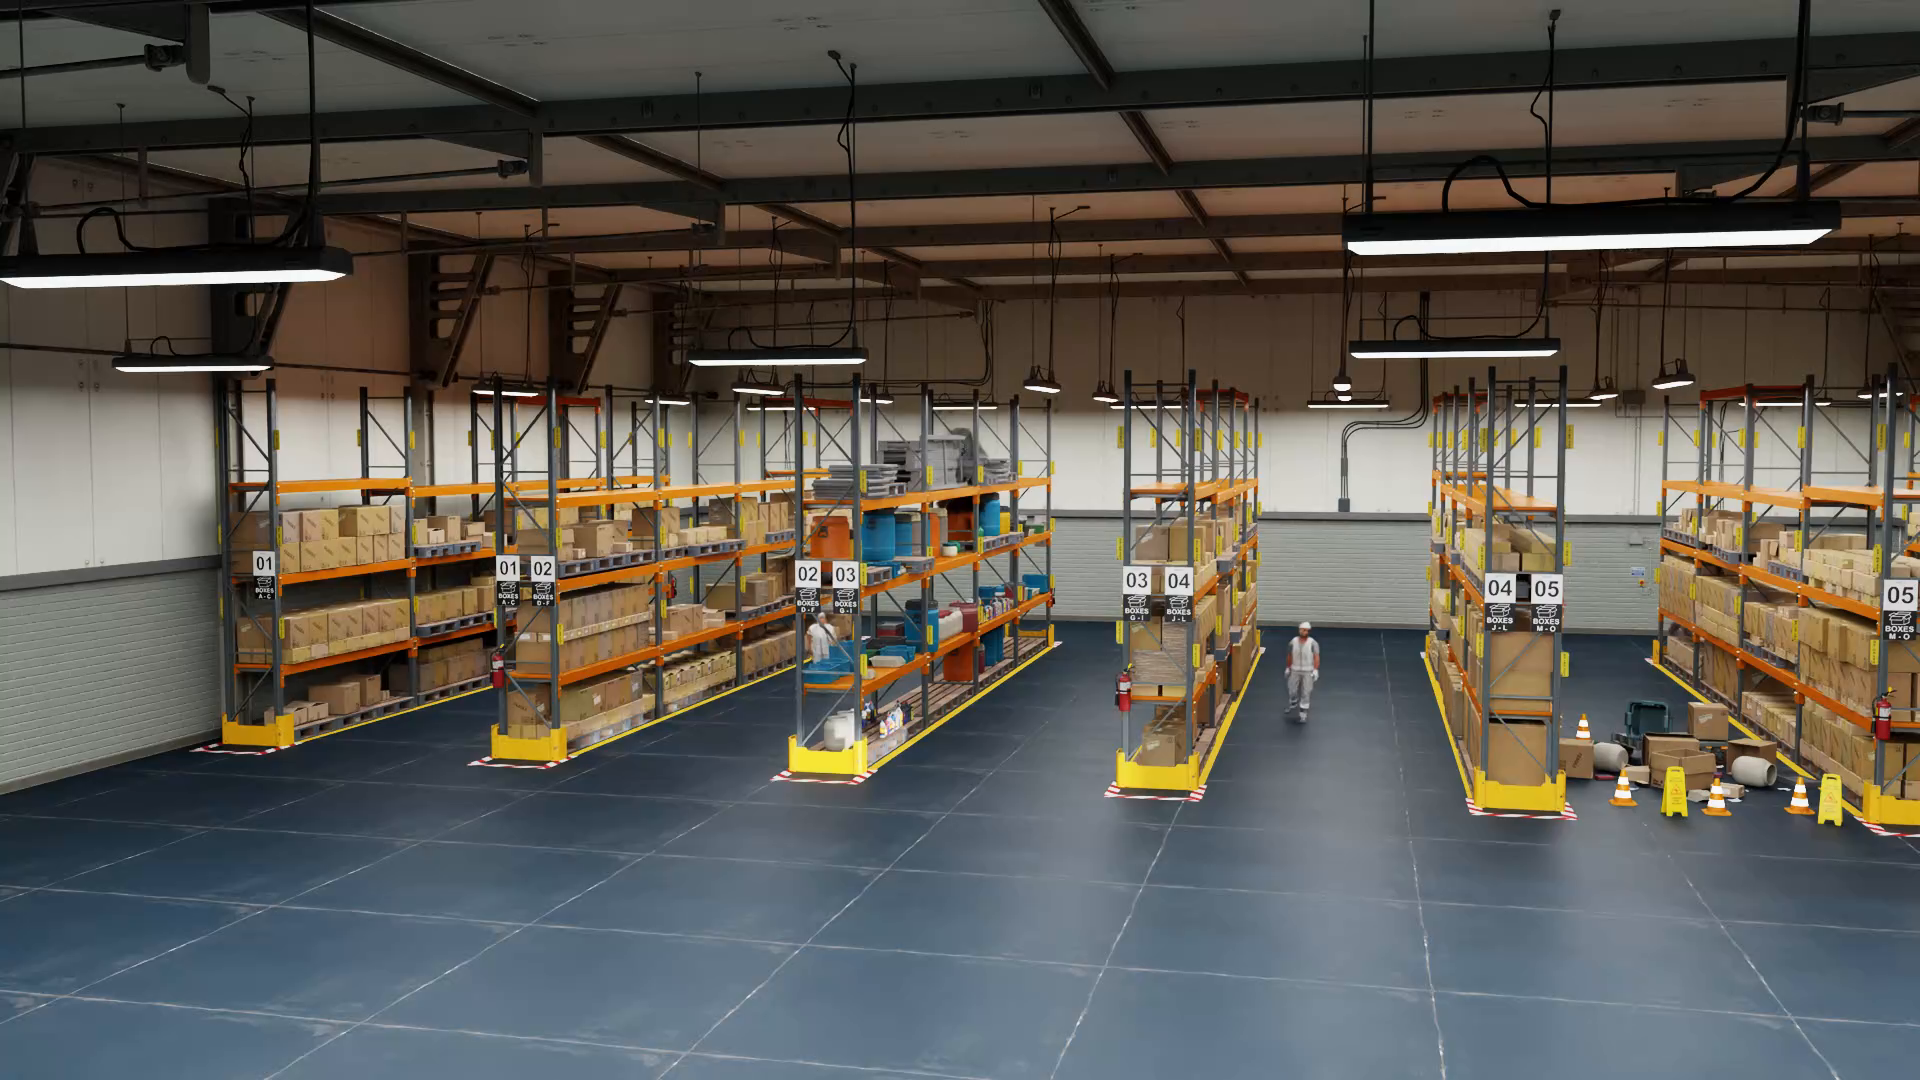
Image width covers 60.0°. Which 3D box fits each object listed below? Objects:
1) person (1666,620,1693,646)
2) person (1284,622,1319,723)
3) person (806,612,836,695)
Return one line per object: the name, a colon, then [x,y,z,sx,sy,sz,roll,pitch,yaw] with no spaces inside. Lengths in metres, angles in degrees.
person: [16.815,1.798,38.726,0.909,1.742,0.649,0,3,4]
person: [6.060,2.333,29.500,0.644,1.780,0.588,1,4,20]
person: [-2.736,2.233,32.683,0.618,1.644,0.693,0,3,3]
